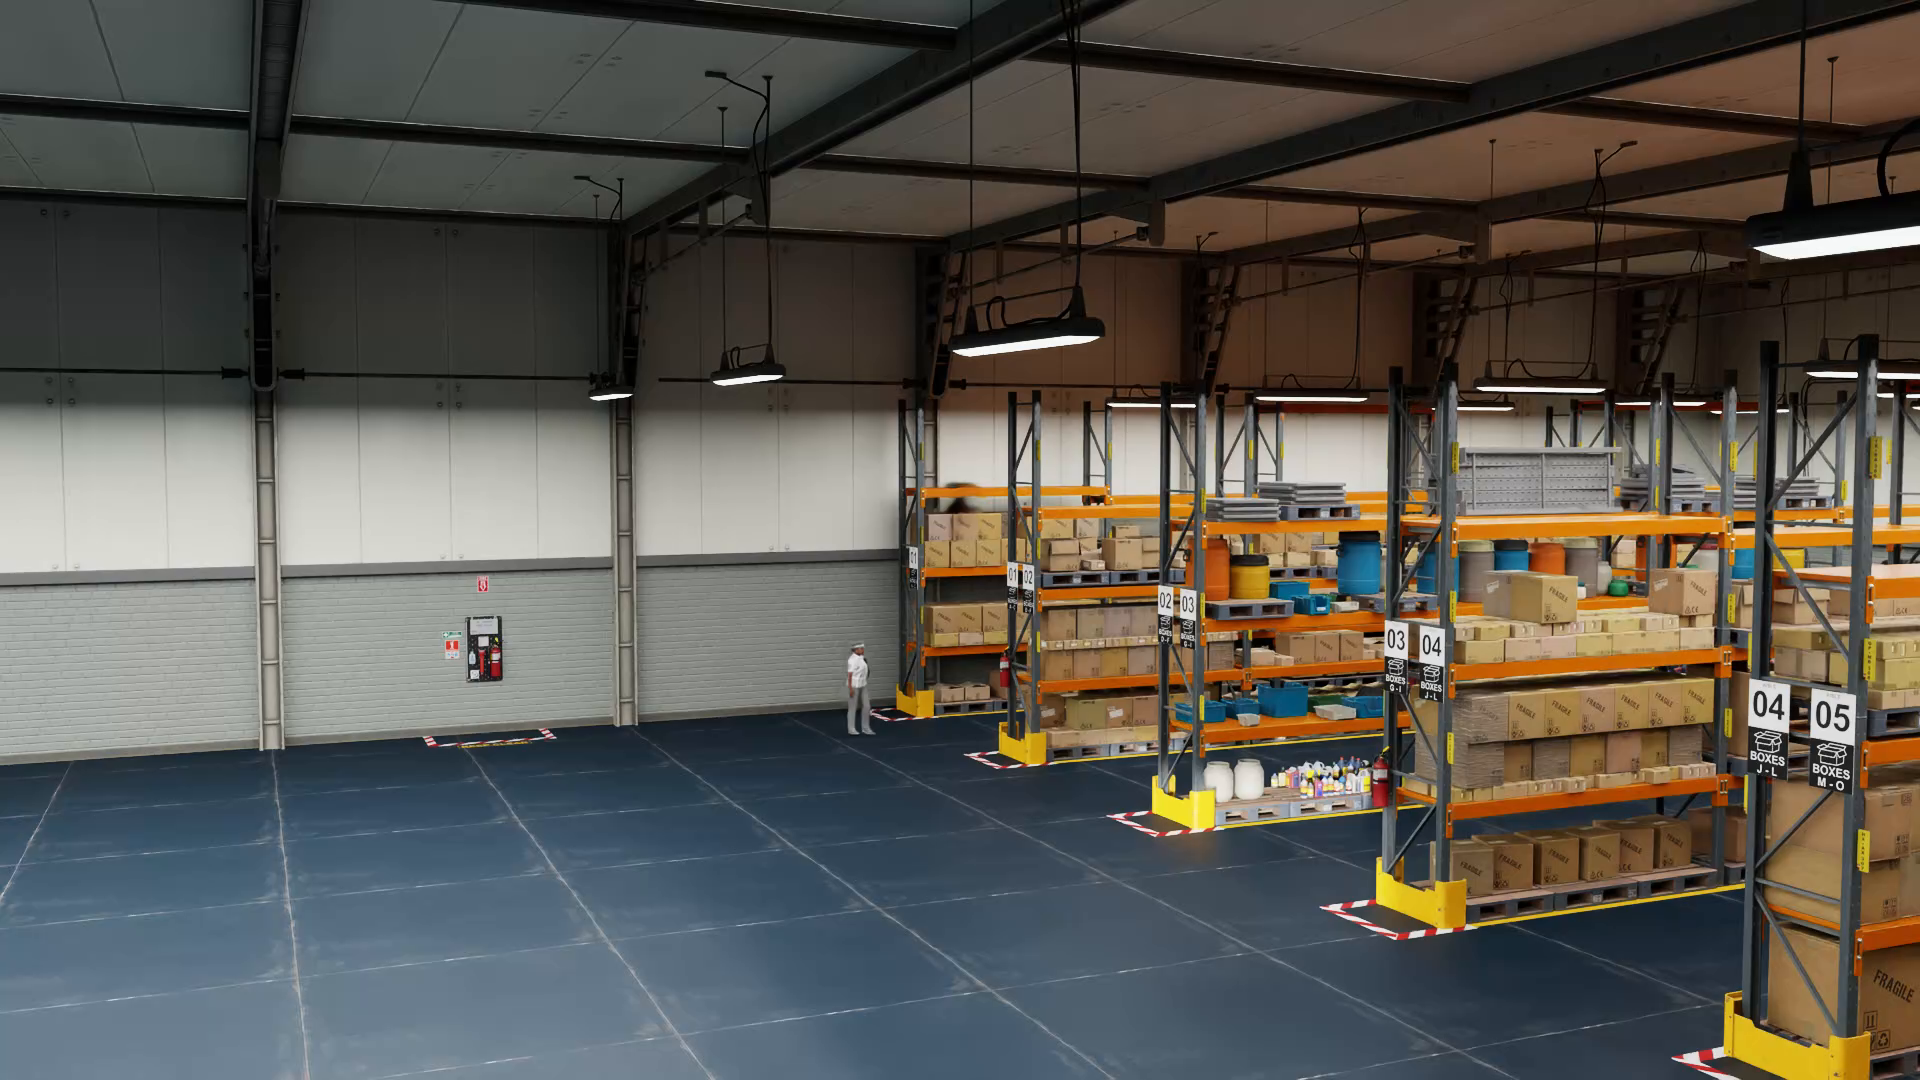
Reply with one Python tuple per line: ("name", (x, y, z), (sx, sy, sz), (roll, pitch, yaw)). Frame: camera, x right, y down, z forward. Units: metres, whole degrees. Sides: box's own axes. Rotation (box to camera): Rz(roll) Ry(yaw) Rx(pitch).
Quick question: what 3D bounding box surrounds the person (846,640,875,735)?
("person", (-1.803, 2.630, 29.392), (0.428, 1.714, 0.565), (2, 4, 32))
